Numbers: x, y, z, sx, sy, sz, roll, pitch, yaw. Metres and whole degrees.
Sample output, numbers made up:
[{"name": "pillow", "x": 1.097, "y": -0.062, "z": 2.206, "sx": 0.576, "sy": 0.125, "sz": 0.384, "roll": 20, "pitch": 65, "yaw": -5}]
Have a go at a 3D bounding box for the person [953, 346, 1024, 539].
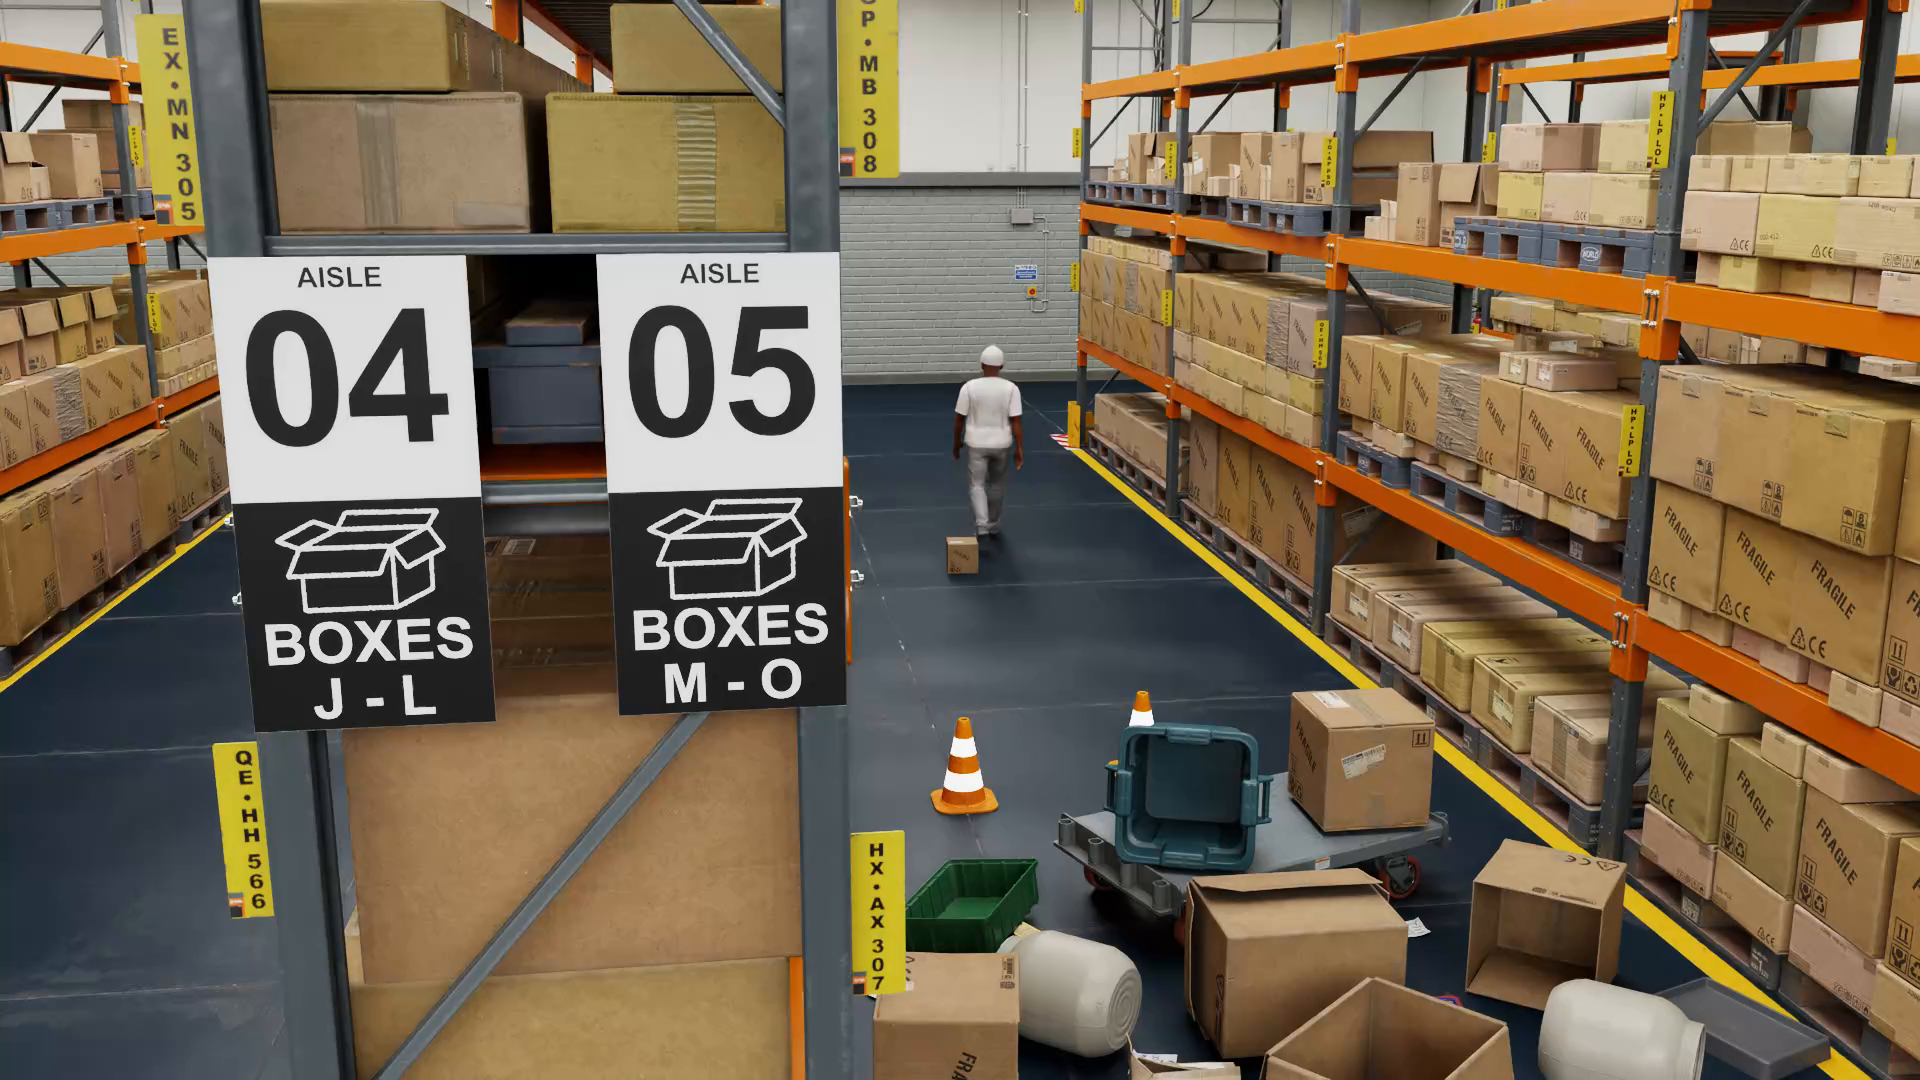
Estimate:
[{"name": "person", "x": 0.242, "y": -0.842, "z": 14.587, "sx": 0.594, "sy": 1.730, "sz": 1.010, "roll": -1, "pitch": 13, "yaw": -5}]
